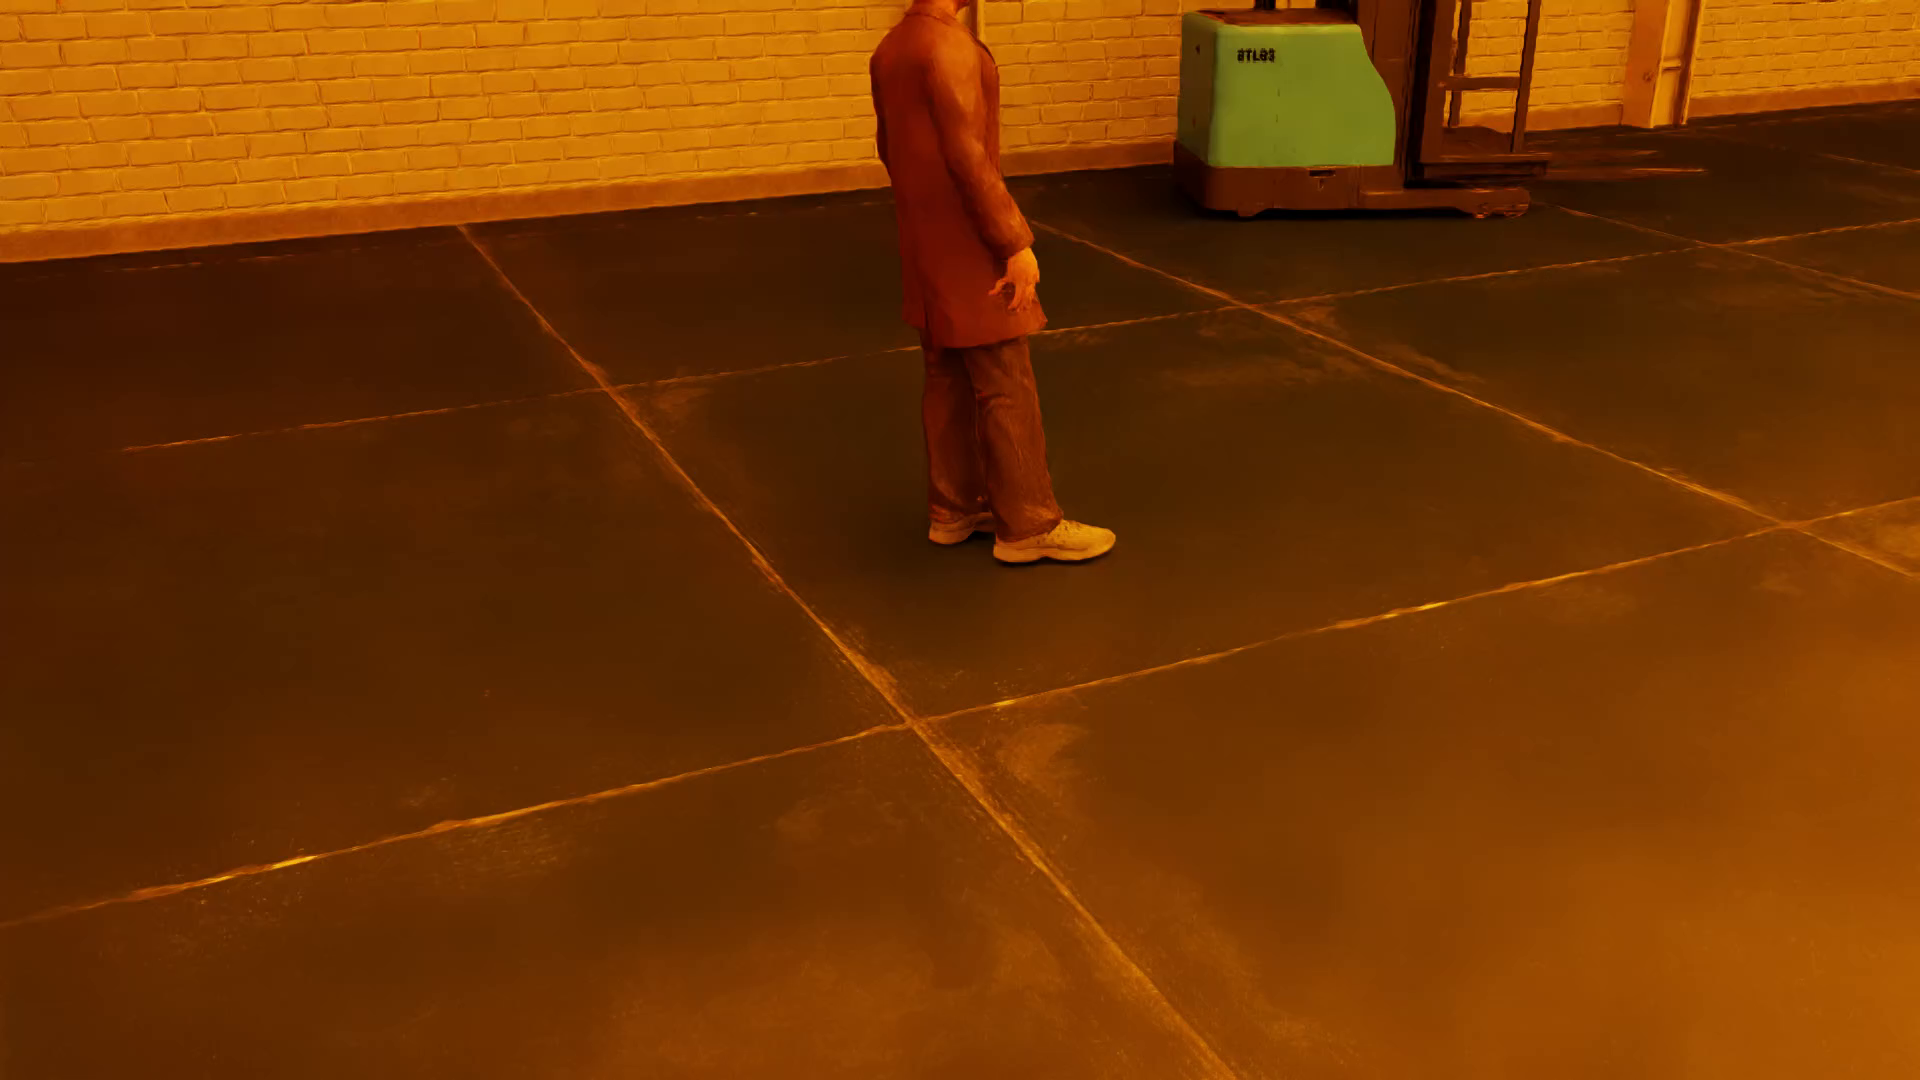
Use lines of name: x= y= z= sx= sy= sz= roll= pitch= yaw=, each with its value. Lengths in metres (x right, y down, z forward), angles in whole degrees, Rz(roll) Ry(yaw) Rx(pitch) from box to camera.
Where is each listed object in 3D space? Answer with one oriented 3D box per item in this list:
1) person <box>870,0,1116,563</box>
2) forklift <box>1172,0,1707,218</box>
person: x=0.085 y=-0.841 z=4.795 sx=0.580 sy=1.776 sz=0.694 roll=-10 pitch=25 yaw=-23
forklift: x=2.858 y=-3.404 z=9.481 sx=3.031 sy=2.935 sz=1.130 roll=-2 pitch=23 yaw=-5
